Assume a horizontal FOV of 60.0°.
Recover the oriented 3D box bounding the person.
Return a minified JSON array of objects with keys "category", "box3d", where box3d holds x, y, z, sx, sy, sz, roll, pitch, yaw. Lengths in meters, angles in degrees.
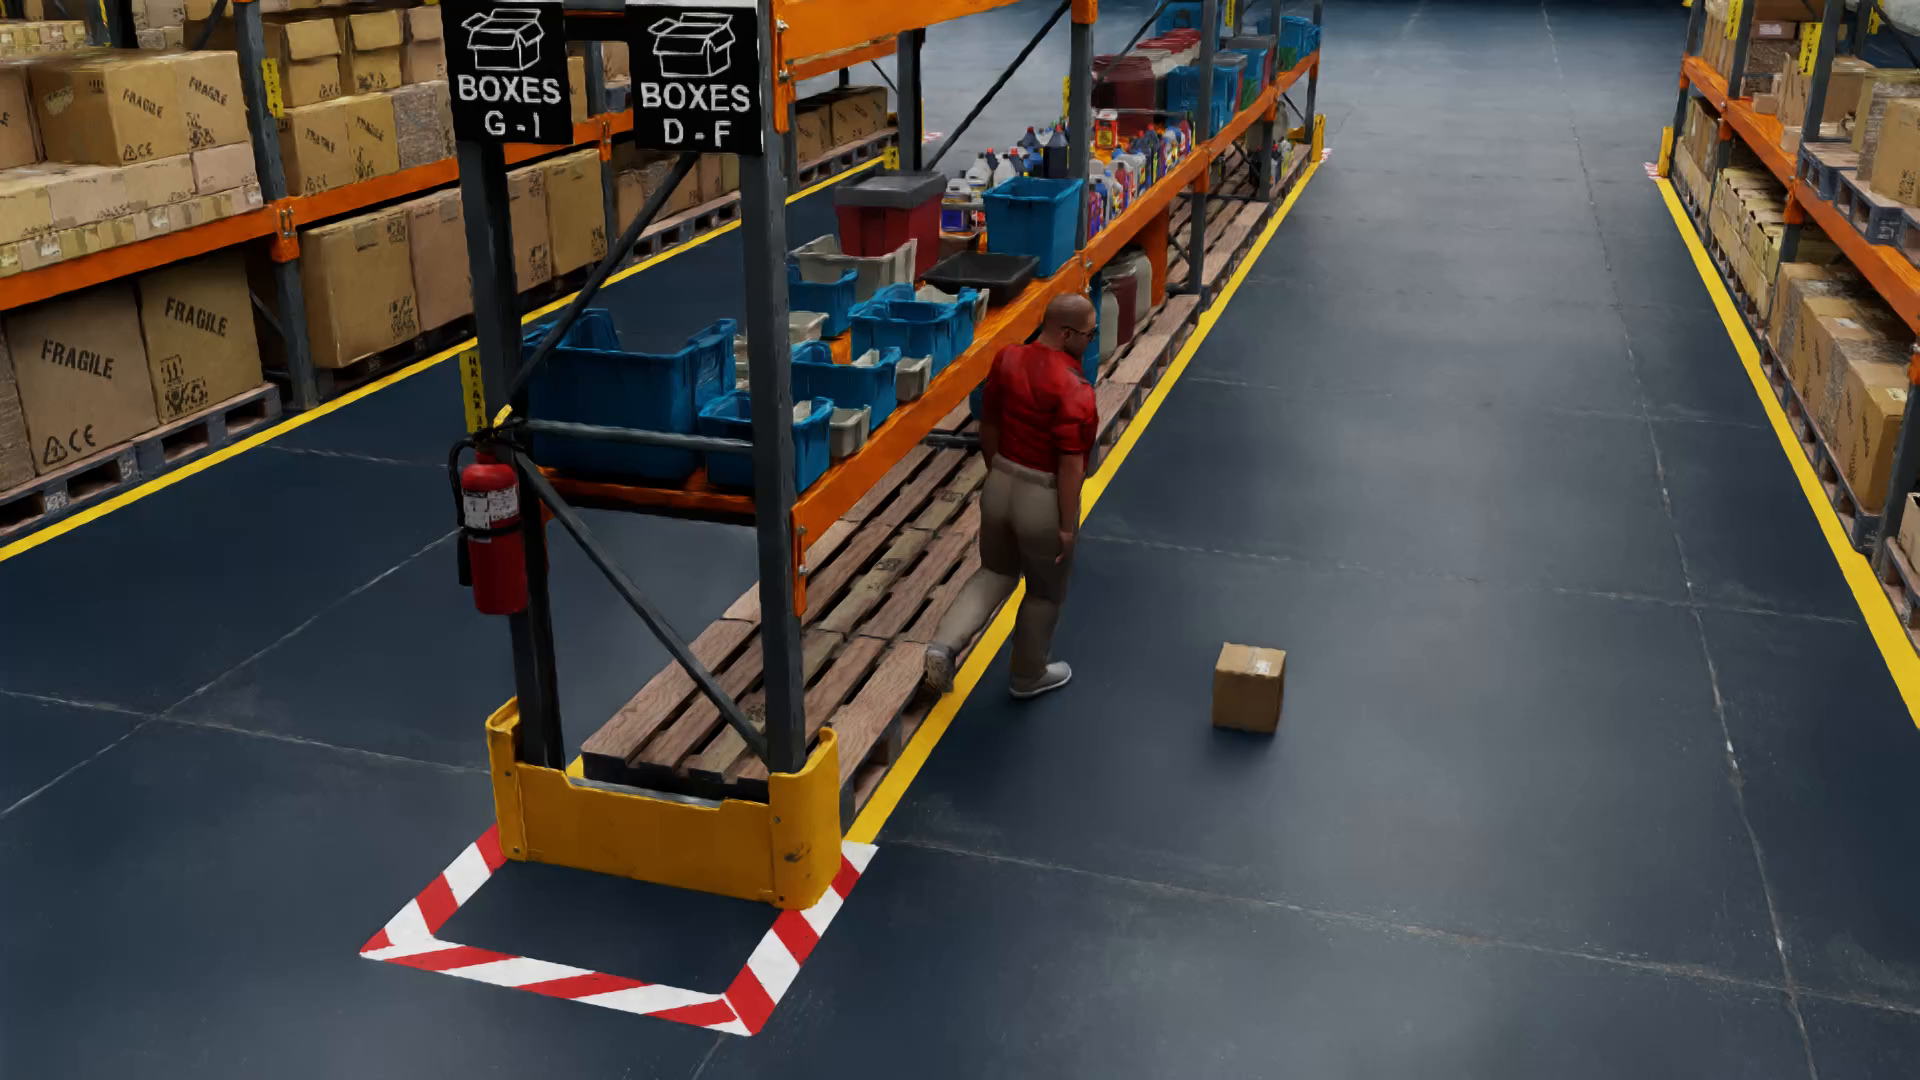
[{"category":"person","box3d":[0.239,-0.120,6.414,0.592,1.702,0.721,20,29,40]}]
